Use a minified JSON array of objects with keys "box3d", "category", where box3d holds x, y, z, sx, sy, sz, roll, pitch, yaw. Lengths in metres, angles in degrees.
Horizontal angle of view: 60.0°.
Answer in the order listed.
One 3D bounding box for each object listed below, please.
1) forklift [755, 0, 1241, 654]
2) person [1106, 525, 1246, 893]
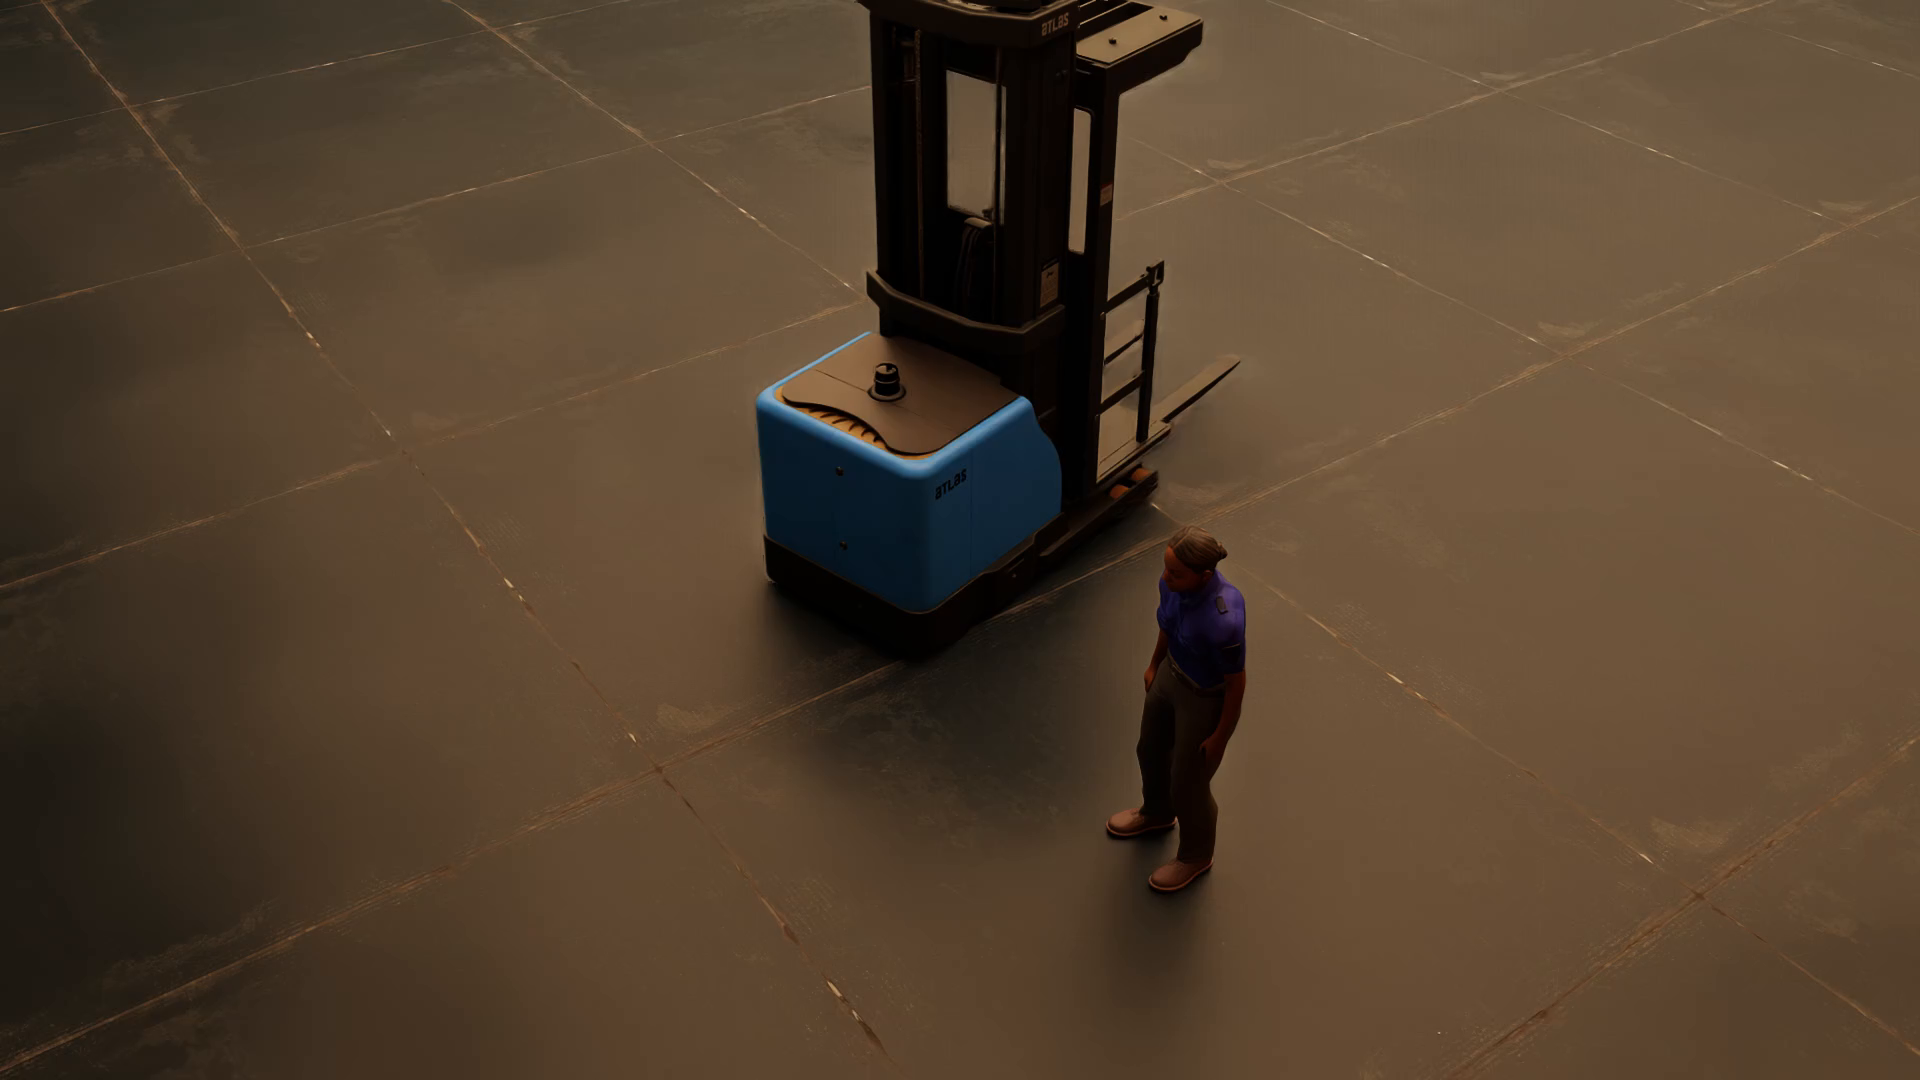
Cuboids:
[{"box3d":[0.380,-1.466,7.927,1.130,2.935,3.031,26,44,31],"category":"forklift"},{"box3d":[0.846,0.596,6.215,0.350,1.653,0.513,-16,39,-20],"category":"person"}]
